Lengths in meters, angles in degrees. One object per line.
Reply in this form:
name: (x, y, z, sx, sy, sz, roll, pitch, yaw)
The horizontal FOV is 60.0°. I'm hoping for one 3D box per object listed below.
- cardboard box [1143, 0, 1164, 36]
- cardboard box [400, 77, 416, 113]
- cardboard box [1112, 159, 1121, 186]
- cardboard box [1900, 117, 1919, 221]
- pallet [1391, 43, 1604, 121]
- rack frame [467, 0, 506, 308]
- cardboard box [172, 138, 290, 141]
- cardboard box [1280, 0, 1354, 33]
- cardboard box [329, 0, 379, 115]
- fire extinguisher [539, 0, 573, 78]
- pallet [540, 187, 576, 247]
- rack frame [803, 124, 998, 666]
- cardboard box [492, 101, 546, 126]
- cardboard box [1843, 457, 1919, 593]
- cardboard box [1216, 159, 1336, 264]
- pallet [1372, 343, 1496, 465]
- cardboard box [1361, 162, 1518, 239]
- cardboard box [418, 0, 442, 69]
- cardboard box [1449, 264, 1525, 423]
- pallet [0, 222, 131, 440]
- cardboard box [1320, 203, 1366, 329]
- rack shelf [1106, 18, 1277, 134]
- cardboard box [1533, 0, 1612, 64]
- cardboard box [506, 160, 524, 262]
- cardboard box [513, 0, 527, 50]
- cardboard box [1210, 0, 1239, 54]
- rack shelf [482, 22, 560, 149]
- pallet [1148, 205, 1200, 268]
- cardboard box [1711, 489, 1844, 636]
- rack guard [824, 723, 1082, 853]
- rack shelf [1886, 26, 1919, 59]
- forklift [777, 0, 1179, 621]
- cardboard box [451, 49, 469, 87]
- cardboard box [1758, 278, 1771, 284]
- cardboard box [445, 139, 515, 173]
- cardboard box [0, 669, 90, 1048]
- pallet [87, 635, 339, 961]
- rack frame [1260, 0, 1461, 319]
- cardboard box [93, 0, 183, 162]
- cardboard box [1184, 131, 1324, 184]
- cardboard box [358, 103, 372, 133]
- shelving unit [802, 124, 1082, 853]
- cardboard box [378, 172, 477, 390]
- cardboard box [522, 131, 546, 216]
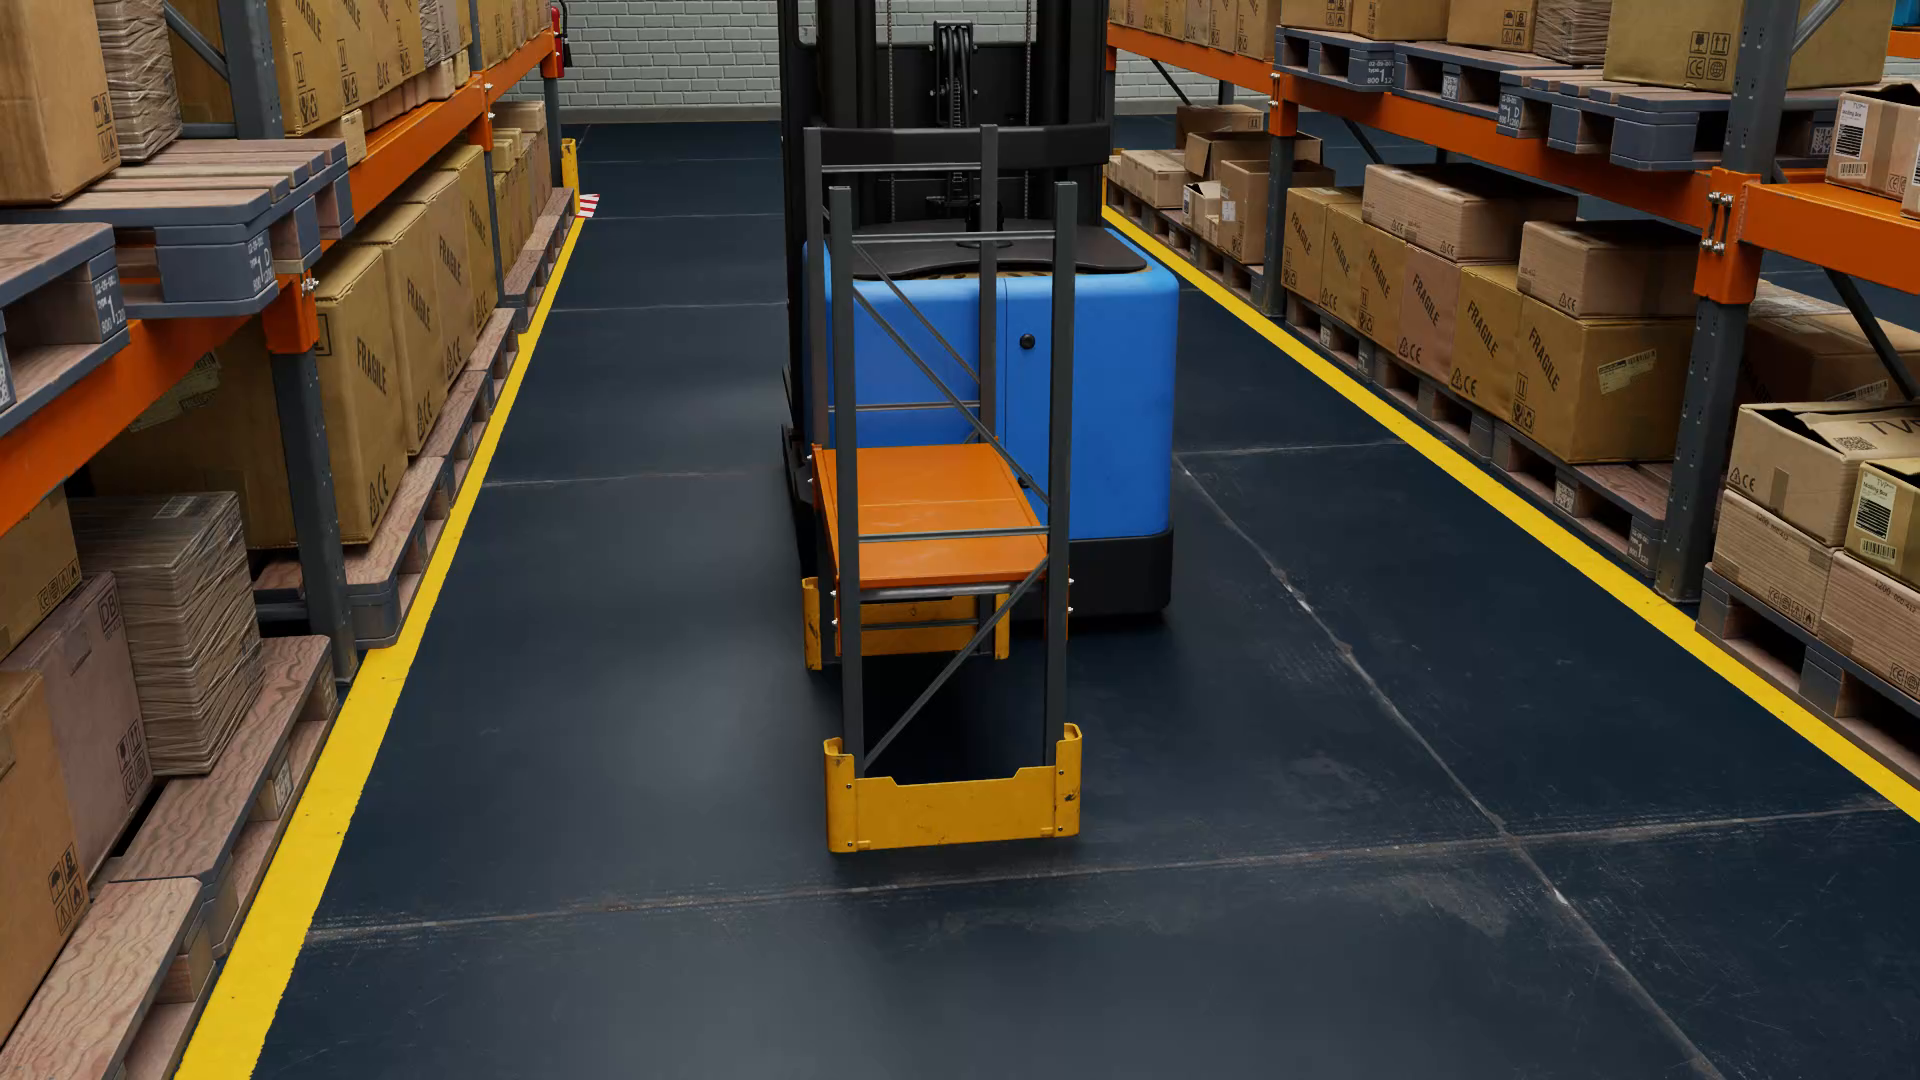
cardboard box: (1.501, -3.544, 10.774, 0.500, 0.500, 0.500, -3, 21, -8)
cardboard box: (-2.307, -1.727, 6.383, 0.380, 0.149, 0.250, -3, 21, -9)
cardboard box: (1.305, -2.646, 11.934, 0.380, 0.166, 0.250, -3, 21, -8)
cardboard box: (2.639, -0.885, 3.926, 0.500, 0.311, 0.500, -3, 21, -8)
pallet: (2.417, -1.829, 6.601, 1.003, 0.211, 1.213, -3, 21, -8)
rack frame: (-2.776, -2.380, 7.801, 1.000, 3.000, 0.127, -3, 21, -8)
cardboard box: (-2.017, -1.012, 4.470, 0.380, 0.149, 0.250, -3, 21, -9)
cardboard box: (1.973, -2.699, 7.913, 0.700, 0.500, 0.500, -10, 23, -26)
cardboard box: (-2.082, -1.553, 4.991, 0.500, 0.500, 0.500, -2, 21, -6)
fire extinguisher: (-2.918, -3.629, 11.790, 0.296, 0.674, 0.183, -3, 21, -8)
pallet: (-3.160, -2.186, 11.266, 1.003, 0.211, 1.213, -3, 21, -8)
rack frame: (-0.152, -0.361, 4.539, 0.500, 1.500, 0.032, -3, 21, -7)
cardboard box: (-2.954, -2.822, 11.029, 0.380, 0.149, 0.250, -3, 21, -8)
cardboard box: (2.571, -0.040, 4.064, 0.500, 0.311, 0.500, -3, 21, -9)
cardboard box: (1.763, -1.849, 9.324, 0.500, 0.500, 0.500, -3, 21, -8)
pallet: (2.459, -0.622, 7.079, 1.003, 0.211, 1.213, -3, 21, -8)
cardboard box: (2.098, -1.491, 7.294, 0.500, 0.250, 0.500, -3, 21, -8)
cardboard box: (-2.313, -2.078, 6.396, 0.500, 0.500, 0.500, -3, 21, -8)
cardboard box: (2.261, -0.772, 6.441, 0.500, 0.500, 0.500, -4, 21, -10)
pallet: (-1.873, -0.222, 2.297, 1.003, 0.211, 1.213, -3, 21, -8)
cardboard box: (2.042, -1.302, 7.859, 0.500, 0.500, 0.500, -3, 21, -7)
rack shelf: (1.837, -2.986, 10.453, 1.077, 0.370, 4.000, -3, 21, -8)
cardboard box: (2.557, -2.028, 6.116, 0.700, 0.500, 0.500, 1, 20, 2)
cardboard box: (-2.851, -1.844, 9.338, 0.700, 0.500, 0.500, -3, 21, -8)
cardboard box: (-3.052, -3.213, 9.604, 0.980, 0.700, 0.700, -4, 21, -10)
cardboard box: (1.724, -3.016, 9.362, 0.500, 0.500, 0.500, -2, 21, -6)
rack shelf: (-3.064, -2.735, 9.781, 1.077, 0.370, 4.000, -3, 21, -8)
pallet: (1.848, -1.986, 10.731, 1.003, 0.211, 1.213, -3, 21, -8)
cardboard box: (2.487, 0.041, 4.648, 0.500, 0.250, 0.500, -3, 21, -8)
rack guard: (-0.015, 0.570, 3.832, 0.587, 0.250, 0.087, -3, 21, -7)
rack shelf: (6.739, -3.235, 11.119, 1.077, 0.370, 4.000, -3, 21, -8)
forklift: (-0.092, -1.591, 5.787, 1.130, 2.935, 3.031, -3, 21, -8)
cardboard box: (-2.387, -2.083, 7.335, 0.380, 0.149, 0.250, -3, 21, -7)
cardboard box: (2.771, -0.808, 6.536, 0.500, 0.500, 0.500, -3, 21, -8)
cardboard box: (-2.651, -2.101, 9.100, 0.380, 0.149, 0.250, -2, 21, -6)
cardboard box: (-1.985, 0.571, 2.843, 0.700, 0.500, 0.500, -3, 21, -8)
pallet: (-2.088, 0.582, 3.856, 1.003, 0.211, 1.213, -3, 21, -8)
rack frame: (2.126, -2.631, 8.473, 1.000, 3.000, 0.127, -3, 21, -8)
cardboard box: (-2.122, -1.086, 3.564, 0.700, 0.500, 0.500, -5, 21, -14)
cardboard box: (1.850, -2.318, 10.574, 0.797, 0.503, 0.637, -3, 21, -8)
cardboard box: (-2.231, -1.456, 5.659, 0.380, 0.149, 0.250, -3, 21, -7)
shelving unit: (-0.084, -0.188, 4.075, 0.587, 1.500, 1.083, -3, 21, -7)
cardboard box: (-2.422, -1.043, 6.695, 0.750, 0.750, 0.750, -2, 21, -6)
cardboard box: (-3.080, -2.380, 10.774, 0.700, 0.500, 0.500, -3, 21, -8)
